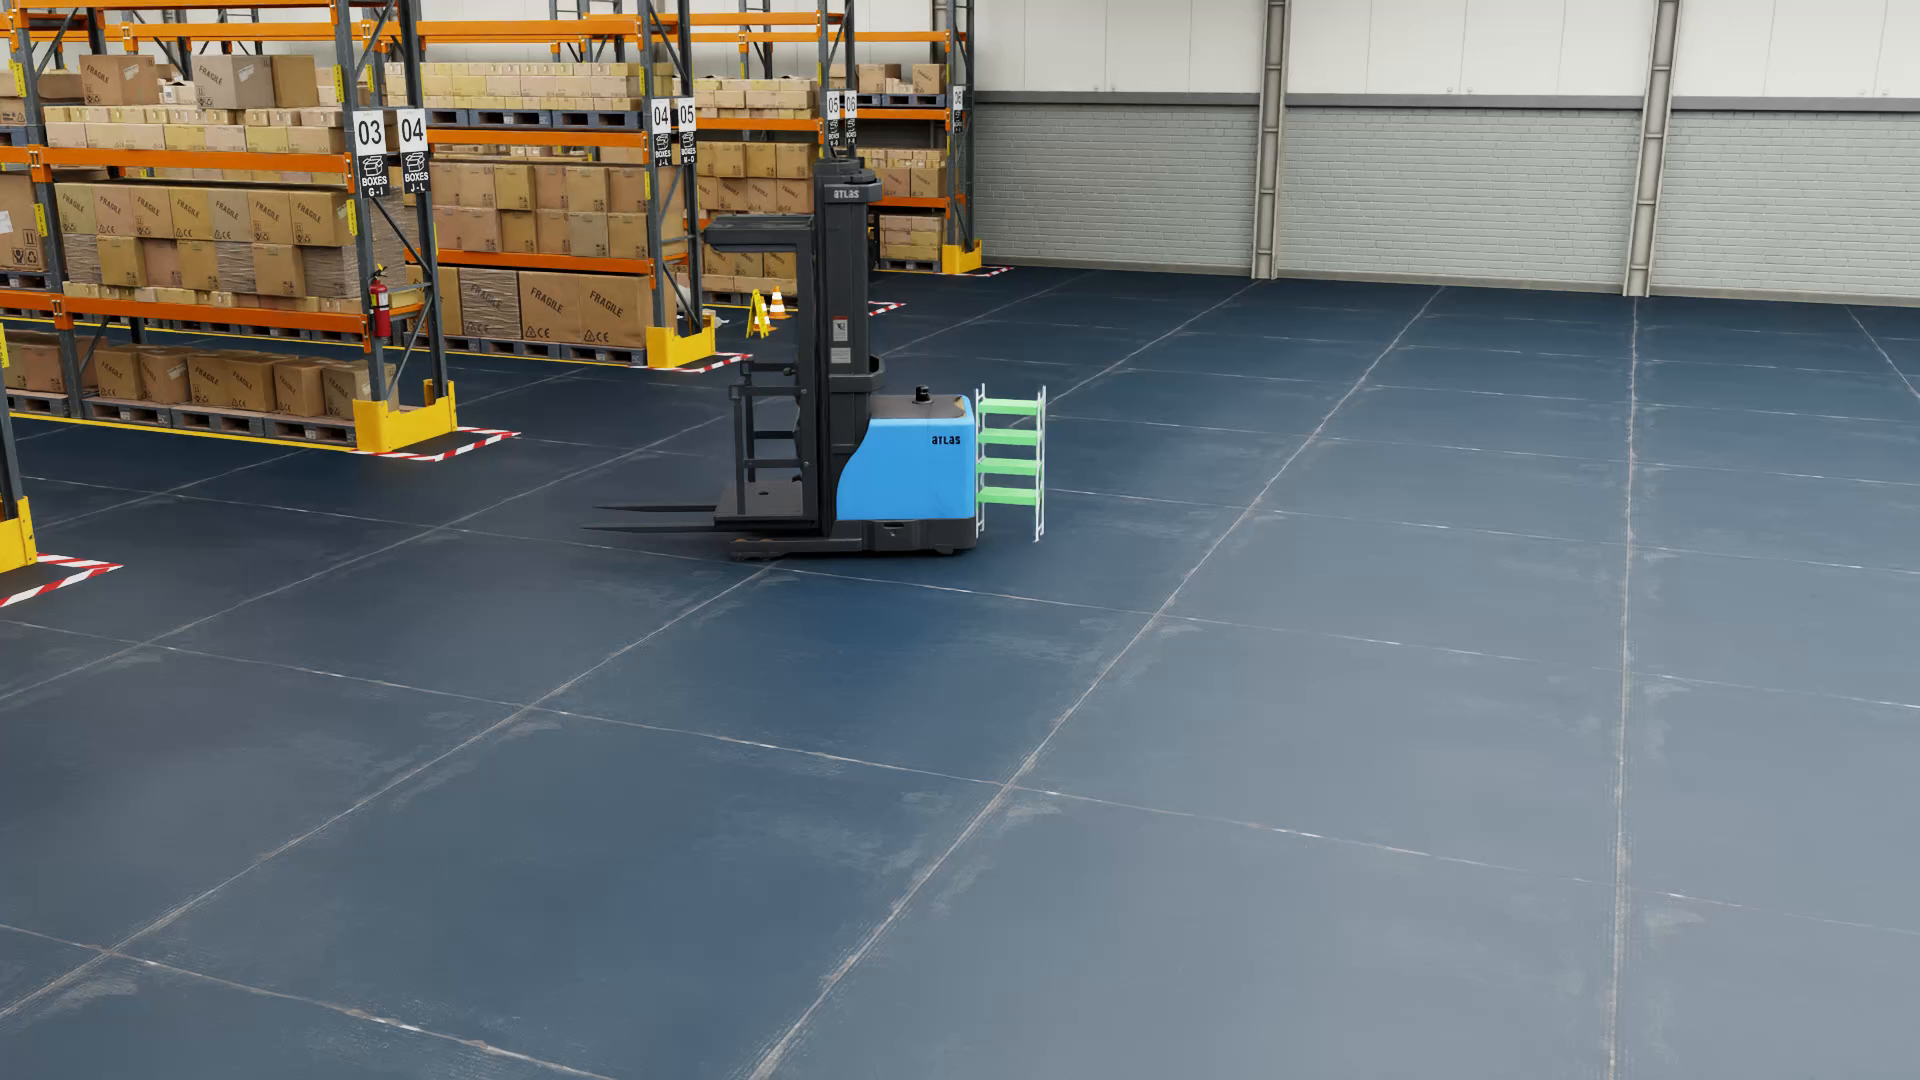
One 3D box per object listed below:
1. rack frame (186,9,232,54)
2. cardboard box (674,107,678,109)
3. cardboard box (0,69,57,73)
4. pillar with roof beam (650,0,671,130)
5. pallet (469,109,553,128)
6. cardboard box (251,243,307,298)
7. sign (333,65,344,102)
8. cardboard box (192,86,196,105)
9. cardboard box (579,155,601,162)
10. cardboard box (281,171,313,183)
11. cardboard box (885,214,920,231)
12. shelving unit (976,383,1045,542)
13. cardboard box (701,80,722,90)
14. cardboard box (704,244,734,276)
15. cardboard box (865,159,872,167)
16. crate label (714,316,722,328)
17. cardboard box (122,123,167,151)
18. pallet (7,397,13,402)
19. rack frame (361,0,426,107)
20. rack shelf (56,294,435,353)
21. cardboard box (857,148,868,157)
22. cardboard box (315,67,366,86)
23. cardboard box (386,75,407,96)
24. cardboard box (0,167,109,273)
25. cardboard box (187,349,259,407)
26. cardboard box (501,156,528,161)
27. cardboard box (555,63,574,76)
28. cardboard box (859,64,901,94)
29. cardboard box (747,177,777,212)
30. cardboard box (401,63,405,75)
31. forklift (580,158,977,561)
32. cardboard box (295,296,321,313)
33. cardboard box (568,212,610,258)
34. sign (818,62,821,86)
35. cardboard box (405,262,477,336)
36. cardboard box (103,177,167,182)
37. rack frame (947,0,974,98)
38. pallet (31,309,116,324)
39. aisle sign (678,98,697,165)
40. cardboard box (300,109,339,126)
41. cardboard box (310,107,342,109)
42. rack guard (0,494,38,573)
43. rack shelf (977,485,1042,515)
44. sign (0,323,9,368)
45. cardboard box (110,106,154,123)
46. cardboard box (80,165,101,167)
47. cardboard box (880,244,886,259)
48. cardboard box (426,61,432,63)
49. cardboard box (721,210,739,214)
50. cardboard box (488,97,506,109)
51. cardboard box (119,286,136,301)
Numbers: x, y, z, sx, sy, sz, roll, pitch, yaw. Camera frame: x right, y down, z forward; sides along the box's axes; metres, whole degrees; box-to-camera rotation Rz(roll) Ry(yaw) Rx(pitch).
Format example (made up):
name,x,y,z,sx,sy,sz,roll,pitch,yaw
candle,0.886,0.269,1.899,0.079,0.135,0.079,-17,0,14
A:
name,x,y,z,sx,sy,sz,roll,pitch,yaw
rack frame,-12.969,-9.116,28.434,0.127,3.000,1.000,6,17,21
cardboard box,-4.160,-6.486,25.207,0.250,0.149,0.380,6,17,20
cardboard box,-13.303,-6.441,23.660,0.637,0.503,0.797,6,17,20
pillar with roof beam,-7.467,-8.978,27.960,0.400,9.000,9.100,6,17,21
pallet,-5.361,-5.309,20.859,1.213,0.211,1.003,6,17,21
cardboard box,-6.453,-2.712,16.421,0.500,0.500,0.875,6,17,21
sign,-5.665,-4.161,15.158,0.005,0.325,0.100,6,17,21
cardboard box,-9.912,-5.968,22.305,0.500,0.250,0.500,7,18,22
cardboard box,-5.858,-5.932,26.759,0.500,0.500,0.500,7,18,22
cardboard box,-8.663,-4.804,22.368,0.500,0.500,0.700,6,17,21
cardboard box,-1.009,-5.673,29.722,0.500,0.250,0.500,7,17,22
shelving unit,0.396,-0.611,13.127,0.503,1.200,0.258,4,17,13
cardboard box,-3.668,-6.816,24.914,0.250,0.149,0.380,7,18,22
cardboard box,-3.601,-4.369,25.677,0.500,0.500,0.500,6,17,19
cardboard box,-1.616,-6.742,29.676,0.250,0.149,0.380,6,17,21
crate label,-3.525,-3.084,23.550,0.298,0.136,0.250,-2,16,-8
cardboard box,-7.887,-3.996,16.447,0.500,0.250,0.500,6,17,18
pallet,-11.027,-1.711,18.689,1.213,0.211,1.003,6,17,21
rack frame,-7.250,-7.004,21.157,0.127,3.000,1.000,6,17,21
rack shelf,-7.303,-2.296,16.994,4.000,0.370,1.077,6,17,21
cardboard box,-1.828,-6.935,29.805,0.250,0.149,0.380,7,17,21
cardboard box,-10.239,-7.568,27.550,0.500,0.500,0.700,5,17,18
cardboard box,-6.898,-5.761,21.060,0.500,0.250,0.500,6,17,21
cardboard box,-9.851,-3.454,17.861,1.000,1.000,1.000,6,17,21
cardboard box,-7.664,-1.697,17.368,0.500,0.500,0.500,5,17,16
cardboard box,-6.981,-5.902,26.656,0.500,0.500,0.500,7,18,23
cardboard box,-4.678,-5.691,20.102,0.250,0.149,0.380,7,17,22
cardboard box,-1.406,-8.146,29.362,0.500,0.500,0.700,6,17,21
cardboard box,-2.877,-5.235,25.112,0.500,0.500,0.500,6,17,21
cardboard box,-6.798,-5.924,20.906,0.250,0.149,0.380,6,17,20
forklift,-1.405,-1.399,12.737,3.031,2.935,1.130,-1,16,-2
cardboard box,-6.267,-2.330,16.271,0.250,0.149,0.380,6,17,21
cardboard box,-4.410,-3.862,20.828,0.550,0.550,0.875,6,17,21
sign,-2.029,-6.731,24.012,0.005,0.325,0.100,6,17,21
cardboard box,-6.690,-3.221,21.947,0.875,0.875,0.875,7,17,21
cardboard box,-8.644,-3.543,17.491,0.500,0.500,0.500,6,17,21
rack frame,0.011,-9.176,28.641,0.127,3.000,1.000,6,17,21
pallet,-12.828,-3.398,24.500,1.213,0.211,1.003,6,17,21
aisle sign,-3.353,-5.032,20.465,0.004,0.787,0.394,6,17,21
cardboard box,-6.015,-4.002,15.752,0.250,0.149,0.380,6,17,19
cardboard box,-6.100,-4.131,16.196,0.250,0.149,0.380,6,17,20
rack guard,-7.348,0.052,12.097,0.348,0.500,1.175,6,17,21
rack shelf,0.396,-0.319,13.212,0.480,0.148,0.258,4,17,13
sign,-7.054,-1.428,12.215,0.005,0.325,0.100,6,17,21
cardboard box,-8.213,-4.236,16.560,0.250,0.149,0.380,7,18,22
cardboard box,-15.384,-6.948,29.753,0.500,0.500,0.500,6,17,20
cardboard box,-1.463,-5.249,30.054,0.500,0.250,0.500,6,17,21
cardboard box,-10.584,-9.402,33.041,0.258,0.266,0.396,6,17,21
cardboard box,-3.448,-4.982,25.406,0.250,0.149,0.380,6,17,20
cardboard box,-5.621,-5.411,20.570,0.250,0.149,0.380,7,17,21
cardboard box,-8.367,-2.555,17.046,0.250,0.149,0.380,6,17,21
